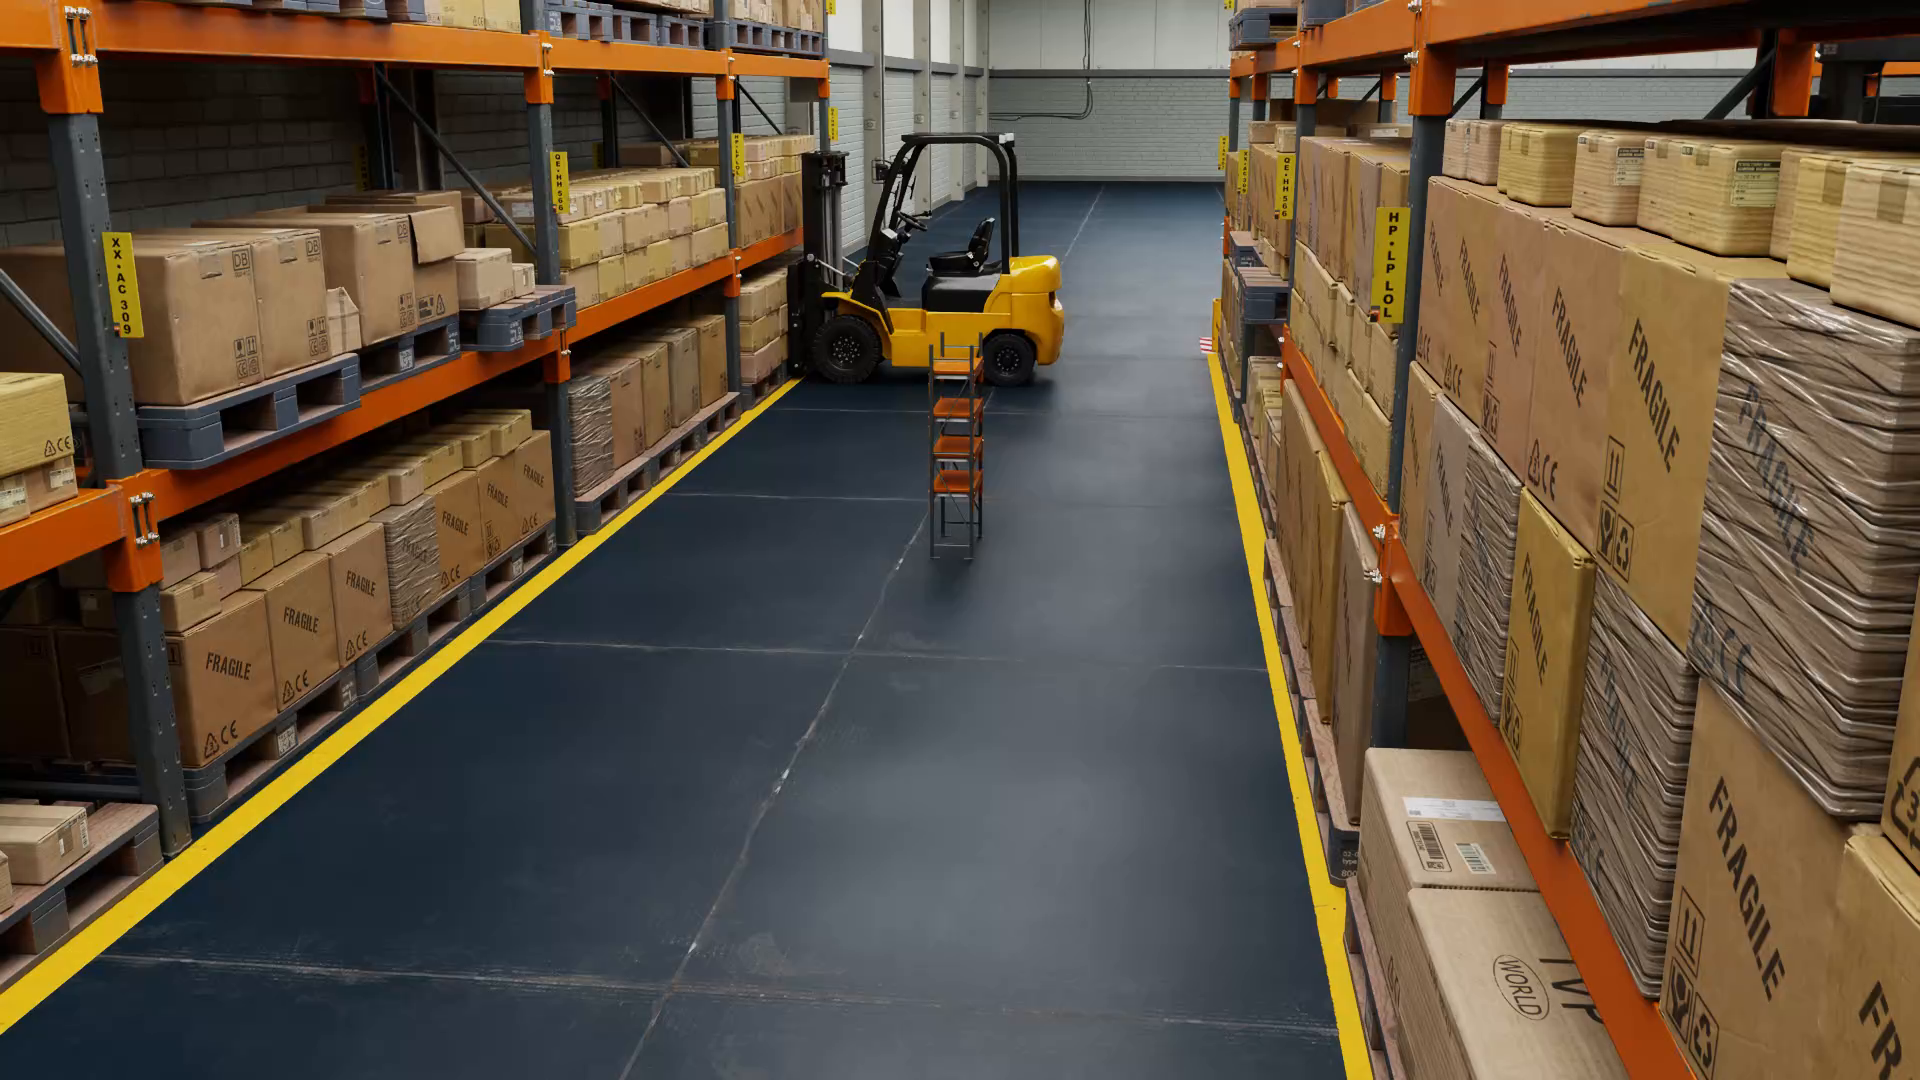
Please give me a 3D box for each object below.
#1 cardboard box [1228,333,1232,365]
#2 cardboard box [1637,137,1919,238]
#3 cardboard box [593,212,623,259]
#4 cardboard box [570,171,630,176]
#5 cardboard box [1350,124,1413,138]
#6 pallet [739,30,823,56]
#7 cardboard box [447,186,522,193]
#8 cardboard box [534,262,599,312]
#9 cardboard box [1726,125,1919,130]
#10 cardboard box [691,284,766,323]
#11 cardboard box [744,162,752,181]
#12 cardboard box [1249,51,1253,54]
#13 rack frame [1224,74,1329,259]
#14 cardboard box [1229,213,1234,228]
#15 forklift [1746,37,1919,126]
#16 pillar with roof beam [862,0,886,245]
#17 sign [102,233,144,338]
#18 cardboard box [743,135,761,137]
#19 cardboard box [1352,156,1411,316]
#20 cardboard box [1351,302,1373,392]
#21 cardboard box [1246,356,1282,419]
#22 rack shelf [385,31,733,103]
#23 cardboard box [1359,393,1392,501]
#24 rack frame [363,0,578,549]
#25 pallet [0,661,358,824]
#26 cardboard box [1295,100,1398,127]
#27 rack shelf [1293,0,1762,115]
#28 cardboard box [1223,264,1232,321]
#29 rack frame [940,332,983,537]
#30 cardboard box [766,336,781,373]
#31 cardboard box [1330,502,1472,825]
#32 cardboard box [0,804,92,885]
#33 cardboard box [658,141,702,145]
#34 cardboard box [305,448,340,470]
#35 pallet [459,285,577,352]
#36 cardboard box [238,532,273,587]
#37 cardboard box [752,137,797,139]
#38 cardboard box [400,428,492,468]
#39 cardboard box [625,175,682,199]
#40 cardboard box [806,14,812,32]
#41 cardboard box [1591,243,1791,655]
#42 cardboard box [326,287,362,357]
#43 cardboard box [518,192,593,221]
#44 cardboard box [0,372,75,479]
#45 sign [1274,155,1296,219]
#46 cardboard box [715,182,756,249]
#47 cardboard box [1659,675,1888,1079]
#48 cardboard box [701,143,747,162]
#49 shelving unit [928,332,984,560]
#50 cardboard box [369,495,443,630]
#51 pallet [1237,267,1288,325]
[{"bbox_3d":[2.584,-1.629,14.405,0.500,0.250,0.500,2,15,7],"label":"cardboard box"},{"bbox_3d":[1.298,-0.553,2.613,0.380,0.149,0.250,2,15,8],"label":"cardboard box"},{"bbox_3d":[-2.361,-1.837,10.039,0.500,0.250,0.500,2,15,8],"label":"cardboard box"},{"bbox_3d":[-2.624,-2.612,12.140,0.380,0.149,0.250,2,15,6],"label":"cardboard box"},{"bbox_3d":[2.772,-2.653,10.918,0.380,0.149,0.250,1,15,4],"label":"cardboard box"},{"bbox_3d":[-1.914,-4.728,15.824,1.003,0.211,1.213,2,15,6],"label":"pallet"},{"bbox_3d":[-2.909,-2.084,10.190,0.380,0.149,0.250,1,15,5],"label":"cardboard box"},{"bbox_3d":[-2.419,-1.466,9.624,0.500,0.250,0.500,2,15,6],"label":"cardboard box"},{"bbox_3d":[1.865,-0.807,3.550,0.380,0.149,0.250,2,15,6],"label":"cardboard box"},{"bbox_3d":[-1.894,-1.942,13.646,0.500,0.250,0.500,1,15,5],"label":"cardboard box"},{"bbox_3d":[-1.933,-3.040,13.723,0.380,0.149,0.250,2,15,6],"label":"cardboard box"},{"bbox_3d":[2.535,-4.007,13.468,0.380,0.149,0.250,2,15,8],"label":"cardboard box"},{"bbox_3d":[3.124,-3.360,16.342,1.000,3.000,0.127,2,15,6],"label":"rack frame"},{"bbox_3d":[2.681,-2.960,15.344,0.380,0.149,0.250,2,15,7],"label":"cardboard box"},{"bbox_3d":[5.040,-1.452,9.418,1.130,2.935,3.031,2,15,7],"label":"forklift"},{"bbox_3d":[2.849,-9.233,26.567,9.100,9.000,0.400,2,15,6],"label":"pillar with roof beam"},{"bbox_3d":[-2.623,-0.797,5.204,0.100,0.325,0.005,2,15,6],"label":"sign"},{"bbox_3d":[-2.151,-3.862,16.195,0.380,0.149,0.250,2,15,8],"label":"cardboard box"},{"bbox_3d":[1.622,-1.036,5.641,0.500,0.500,0.500,2,15,7],"label":"cardboard box"},{"bbox_3d":[1.627,-0.668,5.716,0.500,0.250,0.500,2,15,8],"label":"cardboard box"},{"bbox_3d":[2.616,-1.121,12.290,0.950,0.372,0.625,2,15,7],"label":"cardboard box"},{"bbox_3d":[-2.486,-3.050,10.826,1.077,0.370,4.000,2,15,6],"label":"rack shelf"},{"bbox_3d":[1.570,-0.299,5.309,0.500,0.250,0.500,1,15,5],"label":"cardboard box"},{"bbox_3d":[-2.711,-1.430,9.206,1.000,3.000,0.127,2,15,6],"label":"rack frame"},{"bbox_3d":[-3.109,0.741,6.517,1.003,0.211,1.213,2,15,6],"label":"pallet"},{"bbox_3d":[2.937,-3.105,12.721,0.700,0.500,0.500,2,15,6],"label":"cardboard box"},{"bbox_3d":[1.995,-1.867,6.453,1.077,0.370,4.000,2,15,6],"label":"rack shelf"},{"bbox_3d":[2.701,-2.255,15.280,0.500,0.500,0.500,1,15,4],"label":"cardboard box"},{"bbox_3d":[0.009,-0.600,9.581,0.240,1.200,0.015,2,15,6],"label":"rack frame"},{"bbox_3d":[-1.835,-1.591,14.263,0.500,0.250,0.500,1,15,5],"label":"cardboard box"},{"bbox_3d":[1.760,0.412,5.658,0.875,0.875,0.875,2,15,8],"label":"cardboard box"},{"bbox_3d":[-2.934,0.934,5.120,0.380,0.149,0.250,1,15,5],"label":"cardboard box"},{"bbox_3d":[-2.423,-3.331,14.230,0.380,0.149,0.250,1,15,5],"label":"cardboard box"},{"bbox_3d":[-3.189,-0.342,7.921,0.380,0.149,0.250,1,15,5],"label":"cardboard box"},{"bbox_3d":[-2.718,-1.160,8.573,1.213,0.211,1.003,2,15,6],"label":"pallet"},{"bbox_3d":[-2.886,0.072,6.392,0.380,0.149,0.250,1,15,3],"label":"cardboard box"},{"bbox_3d":[-1.741,-3.715,15.651,0.380,0.149,0.250,2,15,7],"label":"cardboard box"},{"bbox_3d":[-2.589,-0.465,8.378,0.380,0.149,0.250,1,15,4],"label":"cardboard box"},{"bbox_3d":[-2.159,-2.467,11.603,0.380,0.149,0.250,1,15,5],"label":"cardboard box"},{"bbox_3d":[-1.600,-4.859,15.625,0.380,0.149,0.250,1,15,5],"label":"cardboard box"},{"bbox_3d":[1.225,-0.138,2.318,0.500,0.500,0.500,2,15,6],"label":"cardboard box"},{"bbox_3d":[-2.625,-0.880,6.622,0.396,0.266,0.258,2,15,9],"label":"cardboard box"},{"bbox_3d":[-2.354,-1.935,9.638,0.380,0.149,0.250,2,15,7],"label":"cardboard box"},{"bbox_3d":[-2.978,-0.325,4.835,0.500,0.250,0.500,2,15,8],"label":"cardboard box"},{"bbox_3d":[1.681,-1.819,8.578,0.100,0.325,0.005,2,15,6],"label":"sign"},{"bbox_3d":[-1.951,-2.624,13.426,0.500,0.500,0.500,1,15,5],"label":"cardboard box"},{"bbox_3d":[1.181,0.479,1.953,0.500,0.500,0.500,1,15,5],"label":"cardboard box"},{"bbox_3d":[-1.970,-3.184,13.685,0.380,0.149,0.250,1,15,5],"label":"cardboard box"},{"bbox_3d":[-0.019,-0.536,9.347,0.258,1.200,0.503,2,15,6],"label":"shelving unit"},{"bbox_3d":[-2.709,0.090,7.567,0.500,0.500,0.500,1,15,4],"label":"cardboard box"},{"bbox_3d":[2.196,-1.381,9.389,1.213,0.211,1.003,2,15,6],"label":"pallet"}]
